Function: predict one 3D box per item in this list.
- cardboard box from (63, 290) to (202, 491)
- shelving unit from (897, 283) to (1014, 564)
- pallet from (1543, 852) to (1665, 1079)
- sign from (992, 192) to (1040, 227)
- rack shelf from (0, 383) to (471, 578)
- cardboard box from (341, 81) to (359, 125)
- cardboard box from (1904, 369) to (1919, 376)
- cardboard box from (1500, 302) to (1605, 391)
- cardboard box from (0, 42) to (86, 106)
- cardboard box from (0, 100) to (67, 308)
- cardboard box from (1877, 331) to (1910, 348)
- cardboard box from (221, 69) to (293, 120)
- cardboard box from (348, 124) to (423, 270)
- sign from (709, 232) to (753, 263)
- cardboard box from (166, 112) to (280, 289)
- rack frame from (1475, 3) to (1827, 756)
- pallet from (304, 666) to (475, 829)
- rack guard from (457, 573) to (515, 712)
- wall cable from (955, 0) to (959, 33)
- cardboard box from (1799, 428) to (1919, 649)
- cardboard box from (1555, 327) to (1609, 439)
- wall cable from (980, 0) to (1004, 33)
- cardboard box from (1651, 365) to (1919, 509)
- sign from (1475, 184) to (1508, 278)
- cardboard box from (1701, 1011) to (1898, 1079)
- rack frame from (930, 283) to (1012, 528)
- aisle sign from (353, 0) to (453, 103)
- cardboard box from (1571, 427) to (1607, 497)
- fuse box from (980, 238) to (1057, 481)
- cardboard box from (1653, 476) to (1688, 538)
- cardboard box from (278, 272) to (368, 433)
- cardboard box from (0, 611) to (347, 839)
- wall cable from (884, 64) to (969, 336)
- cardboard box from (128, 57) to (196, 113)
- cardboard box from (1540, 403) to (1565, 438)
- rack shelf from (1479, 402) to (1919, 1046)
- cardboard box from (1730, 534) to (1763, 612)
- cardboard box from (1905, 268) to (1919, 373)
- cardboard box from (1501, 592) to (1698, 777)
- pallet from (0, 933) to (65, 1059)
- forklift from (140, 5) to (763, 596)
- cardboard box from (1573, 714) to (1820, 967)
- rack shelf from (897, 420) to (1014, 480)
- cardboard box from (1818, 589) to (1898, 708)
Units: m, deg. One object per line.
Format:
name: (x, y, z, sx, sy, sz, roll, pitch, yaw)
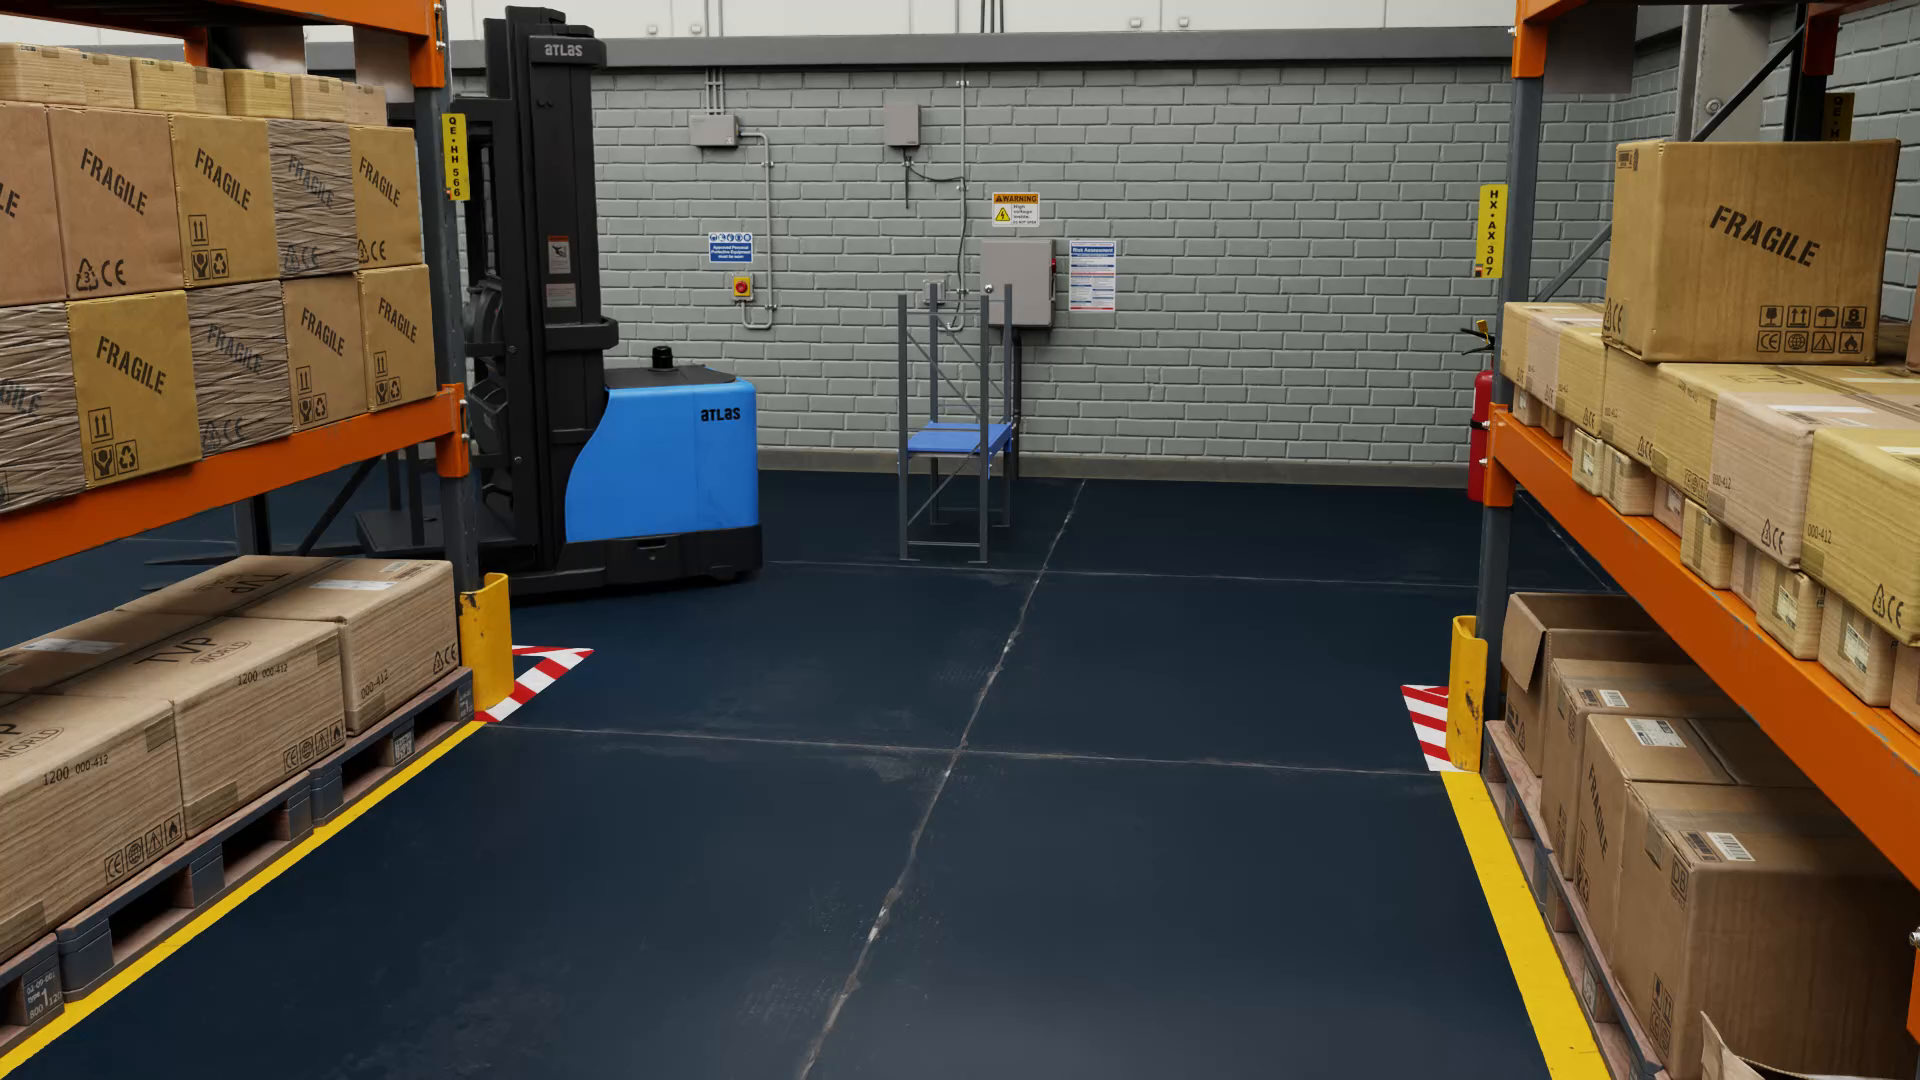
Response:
cardboard box: (-2.521, -0.435, 4.655, 0.500, 0.500, 0.500, 2, 12, 10)
shelving unit: (-0.013, -0.715, 9.753, 0.538, 1.500, 1.048, 2, 12, 9)
pallet: (2.102, 1.144, 4.186, 1.003, 0.211, 1.213, 2, 12, 9)
sign: (0.394, -2.339, 11.768, 0.339, 0.242, 0.001, 2, 12, 9)
rack shelf: (-2.788, -0.047, 4.797, 1.077, 0.370, 4.000, 2, 12, 9)
cardboard box: (-2.353, -1.535, 5.843, 0.380, 0.149, 0.250, 2, 12, 10)
cardboard box: (2.304, -0.200, 3.453, 0.500, 0.250, 0.500, 2, 12, 10)
cardboard box: (2.089, -0.641, 5.497, 0.500, 0.250, 0.500, 2, 12, 9)
cardboard box: (-2.538, -1.210, 4.339, 0.380, 0.149, 0.250, 2, 12, 9)
cardboard box: (-2.609, -0.822, 4.077, 0.500, 0.500, 0.500, 2, 12, 10)
cardboard box: (2.455, -0.412, 4.435, 0.500, 0.250, 0.500, 2, 12, 10)
cardboard box: (-2.389, -1.427, 5.344, 0.380, 0.149, 0.250, 2, 12, 10)
cardboard box: (-2.319, -1.244, 6.036, 0.500, 0.500, 0.500, 2, 12, 11)
sign: (-1.674, -2.136, 12.141, 0.327, 0.218, 0.001, 2, 12, 9)
cardboard box: (-2.450, -1.032, 5.049, 0.500, 0.500, 0.500, 2, 12, 8)
rack frame: (2.425, -0.655, 5.910, 1.000, 3.000, 0.127, 2, 12, 9)
pallet: (-2.526, 0.718, 6.163, 1.003, 0.211, 1.213, 2, 12, 9)
rack guard: (-2.476, 0.402, 6.940, 1.175, 0.500, 0.348, 2, 12, 9)
wall cable: (-1.141, -4.916, 11.442, 2.355, 3.000, 0.029, 2, 12, 9)
cardboard box: (1.647, -0.008, 2.560, 0.500, 0.250, 0.500, 2, 12, 10)
cardboard box: (1.937, -0.430, 4.520, 0.500, 0.250, 0.500, 2, 12, 8)
wall cable: (1.606, -4.836, 10.983, 2.988, 3.039, 0.133, 2, 12, 9)
cardboard box: (1.799, -0.216, 3.526, 0.500, 0.250, 0.500, 2, 12, 8)
sign: (1.889, -1.095, 5.901, 0.100, 0.325, 0.005, 2, 12, 9)
cardboard box: (1.660, 1.110, 3.218, 0.396, 0.266, 0.258, 2, 12, 11)
rack frame: (0.065, -0.821, 10.244, 0.500, 1.500, 0.032, 2, 12, 9)
aisle sign: (-2.163, -2.090, 6.402, 0.394, 0.787, 0.004, 2, 12, 9)
cardboard box: (1.856, -0.206, 4.424, 0.380, 0.149, 0.250, 2, 12, 7)
fuse box: (0.417, -1.261, 11.782, 0.539, 1.711, 0.414, 2, 12, 9)
cardboard box: (1.864, -0.094, 3.907, 0.380, 0.149, 0.250, 2, 12, 9)
cardboard box: (-2.385, -0.650, 5.654, 0.500, 0.500, 0.500, 2, 12, 7)
cardboard box: (-2.615, 0.564, 5.341, 0.875, 0.438, 0.875, 2, 12, 10)
wall cable: (-0.233, -2.442, 11.794, 0.588, 1.984, 0.122, 2, 12, 9)
cardboard box: (-2.480, -1.321, 4.851, 0.380, 0.149, 0.250, 2, 12, 10)
cardboard box: (2.110, -0.418, 5.408, 0.380, 0.149, 0.250, 2, 12, 10)
rack shelf: (2.117, 0.113, 4.054, 1.077, 0.370, 4.000, 2, 12, 9)
cardboard box: (1.711, 0.063, 3.178, 0.380, 0.149, 0.250, 2, 12, 10)
cardboard box: (2.302, -0.562, 3.351, 0.500, 0.500, 0.500, 2, 12, 7)
cardboard box: (2.237, 0.485, 5.553, 0.797, 0.503, 0.637, 1, 12, 6)
pallet: (-2.901, 1.225, 3.806, 1.003, 0.211, 1.213, 2, 12, 9)
forklift: (-2.627, -1.176, 8.491, 3.031, 2.935, 1.130, -5, 13, -24)
cardboard box: (1.887, 0.770, 4.238, 0.500, 0.500, 0.500, 2, 12, 10)
rack shelf: (-0.013, -0.540, 9.791, 0.538, 0.185, 1.000, 2, 12, 9)
cardboard box: (1.628, 0.171, 2.674, 0.380, 0.149, 0.250, 2, 12, 10)
